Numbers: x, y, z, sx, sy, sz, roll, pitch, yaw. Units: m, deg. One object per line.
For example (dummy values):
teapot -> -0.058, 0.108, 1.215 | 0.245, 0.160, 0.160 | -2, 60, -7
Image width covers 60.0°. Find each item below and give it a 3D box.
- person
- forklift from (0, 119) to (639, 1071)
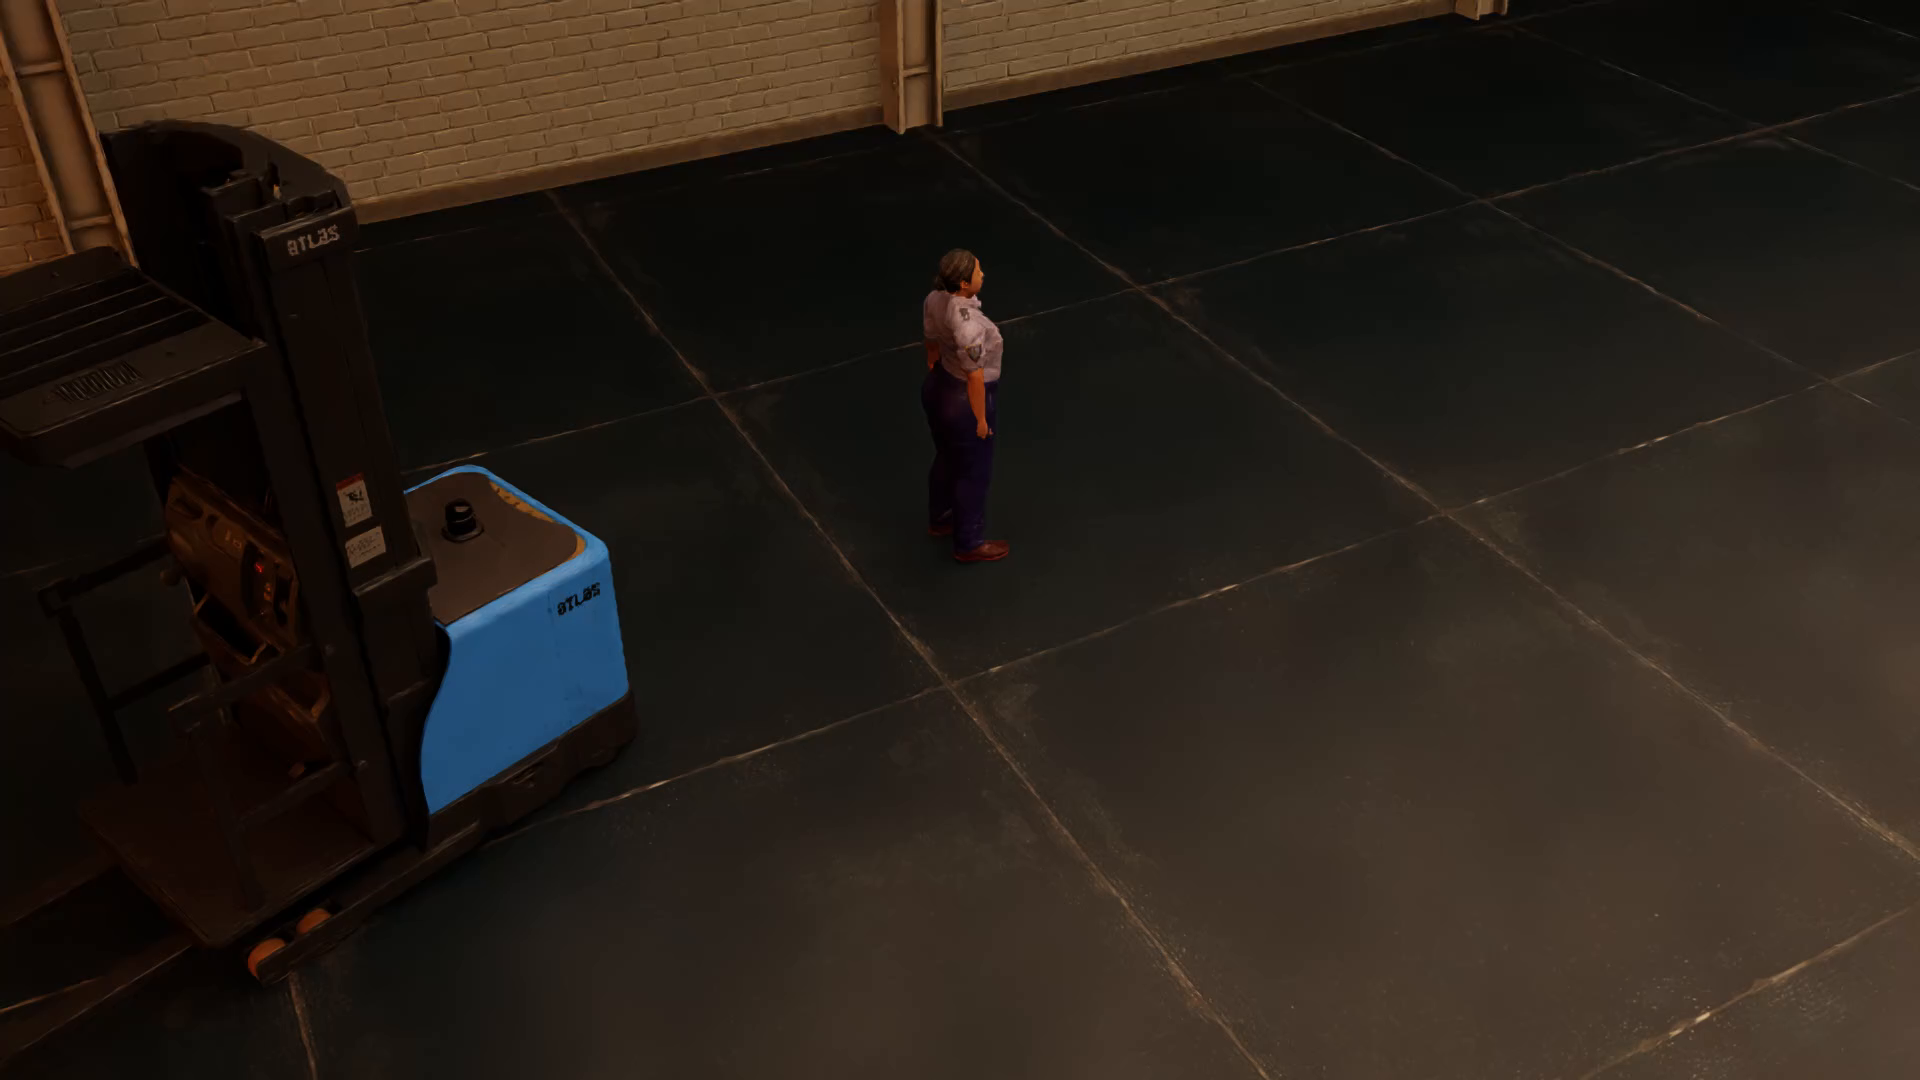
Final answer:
person -> 0.017, -0.666, 8.192 | 0.349, 1.639, 0.480 | -17, 39, -23
forklift -> -2.781, 0.144, 5.919 | 1.130, 2.935, 3.031 | 27, 44, 33
